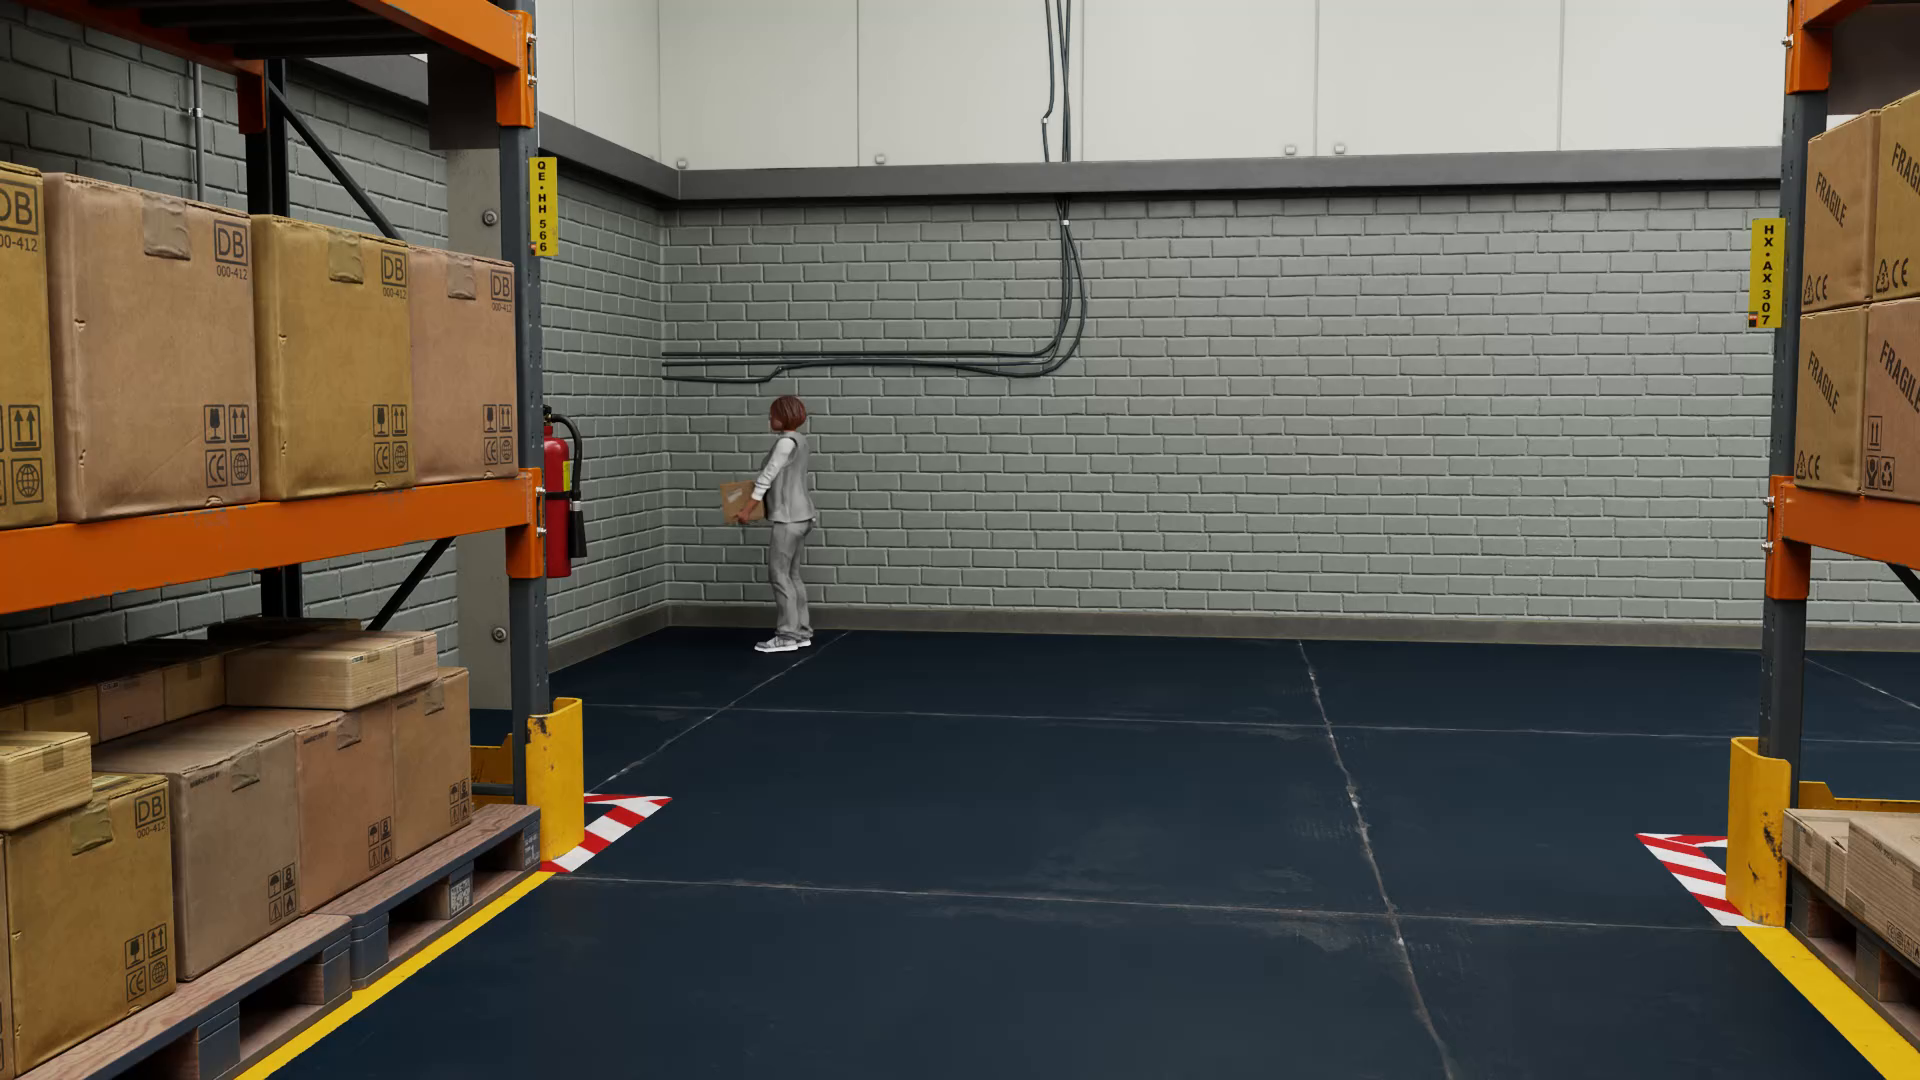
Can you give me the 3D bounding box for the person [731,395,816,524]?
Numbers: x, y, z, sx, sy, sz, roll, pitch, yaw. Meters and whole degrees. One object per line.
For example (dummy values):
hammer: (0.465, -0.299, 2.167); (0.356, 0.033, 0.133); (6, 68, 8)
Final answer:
person: (-1.158, -0.502, 10.362); (0.492, 0.797, 0.375); (1, 5, 8)
